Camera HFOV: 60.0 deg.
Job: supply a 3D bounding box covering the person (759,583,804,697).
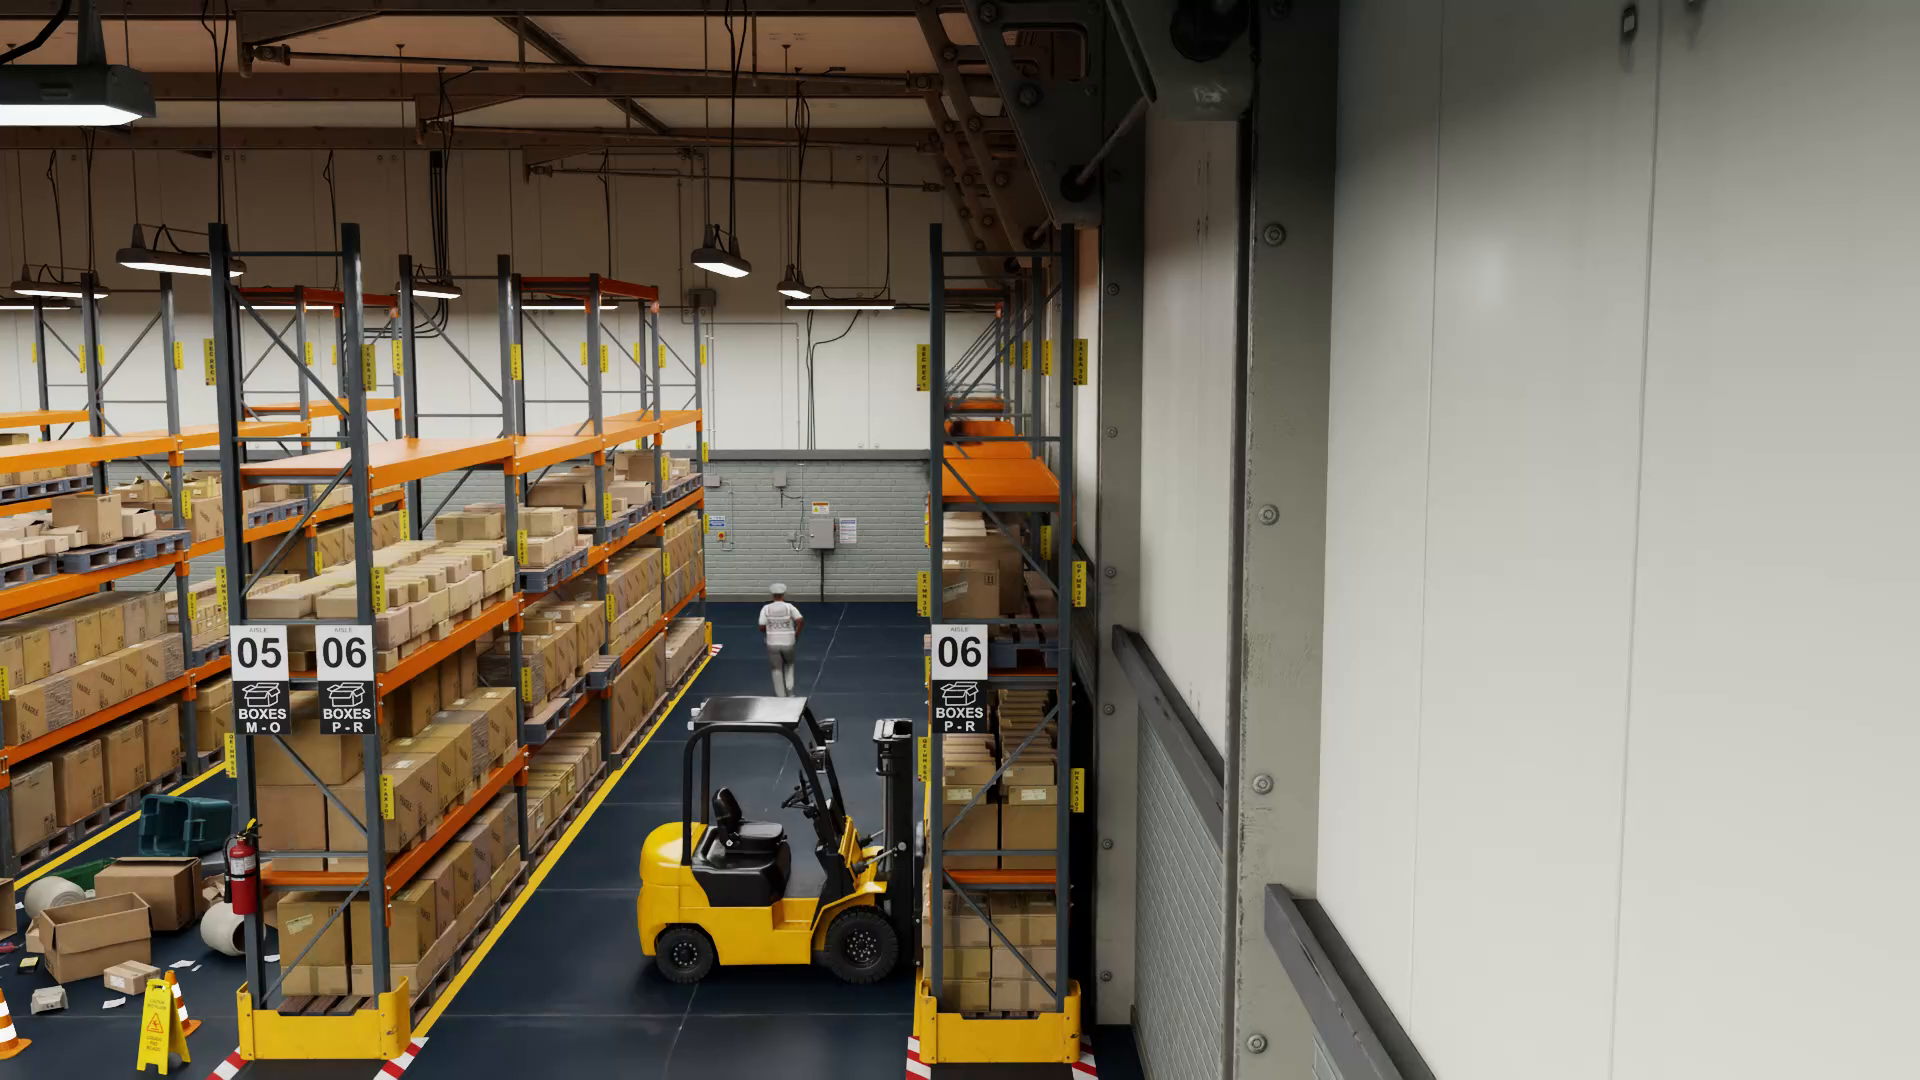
[{"bbox_3d":[-2.589,1.503,24.013,0.634,1.783,0.683,-1,7,-12],"label":"person"}]
